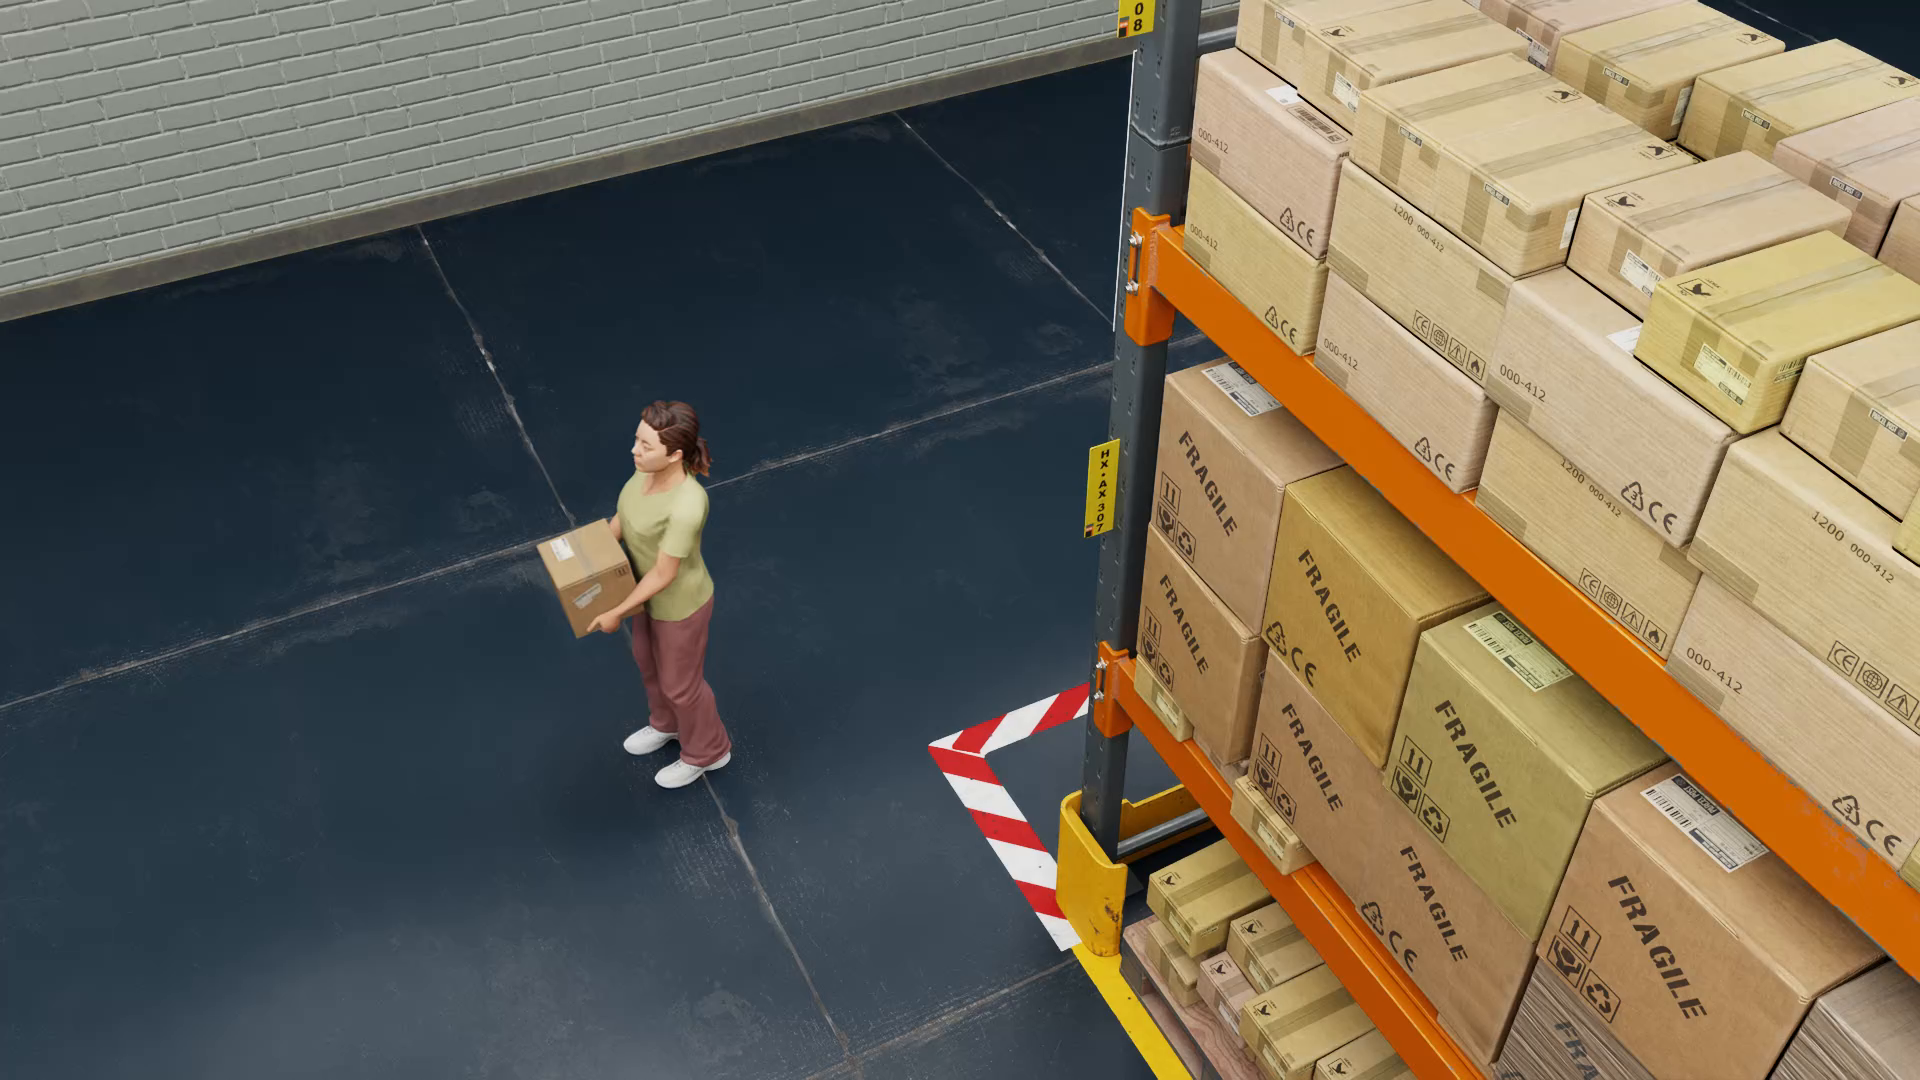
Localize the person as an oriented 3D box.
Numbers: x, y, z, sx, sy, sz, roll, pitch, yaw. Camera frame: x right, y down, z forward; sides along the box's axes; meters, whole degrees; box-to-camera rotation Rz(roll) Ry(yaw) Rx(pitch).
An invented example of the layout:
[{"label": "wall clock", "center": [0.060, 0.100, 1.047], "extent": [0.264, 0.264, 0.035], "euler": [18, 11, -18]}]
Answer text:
[{"label": "person", "center": [-1.087, 0.217, 5.922], "extent": [0.552, 1.662, 0.428], "euler": [-19, 45, -20]}]
